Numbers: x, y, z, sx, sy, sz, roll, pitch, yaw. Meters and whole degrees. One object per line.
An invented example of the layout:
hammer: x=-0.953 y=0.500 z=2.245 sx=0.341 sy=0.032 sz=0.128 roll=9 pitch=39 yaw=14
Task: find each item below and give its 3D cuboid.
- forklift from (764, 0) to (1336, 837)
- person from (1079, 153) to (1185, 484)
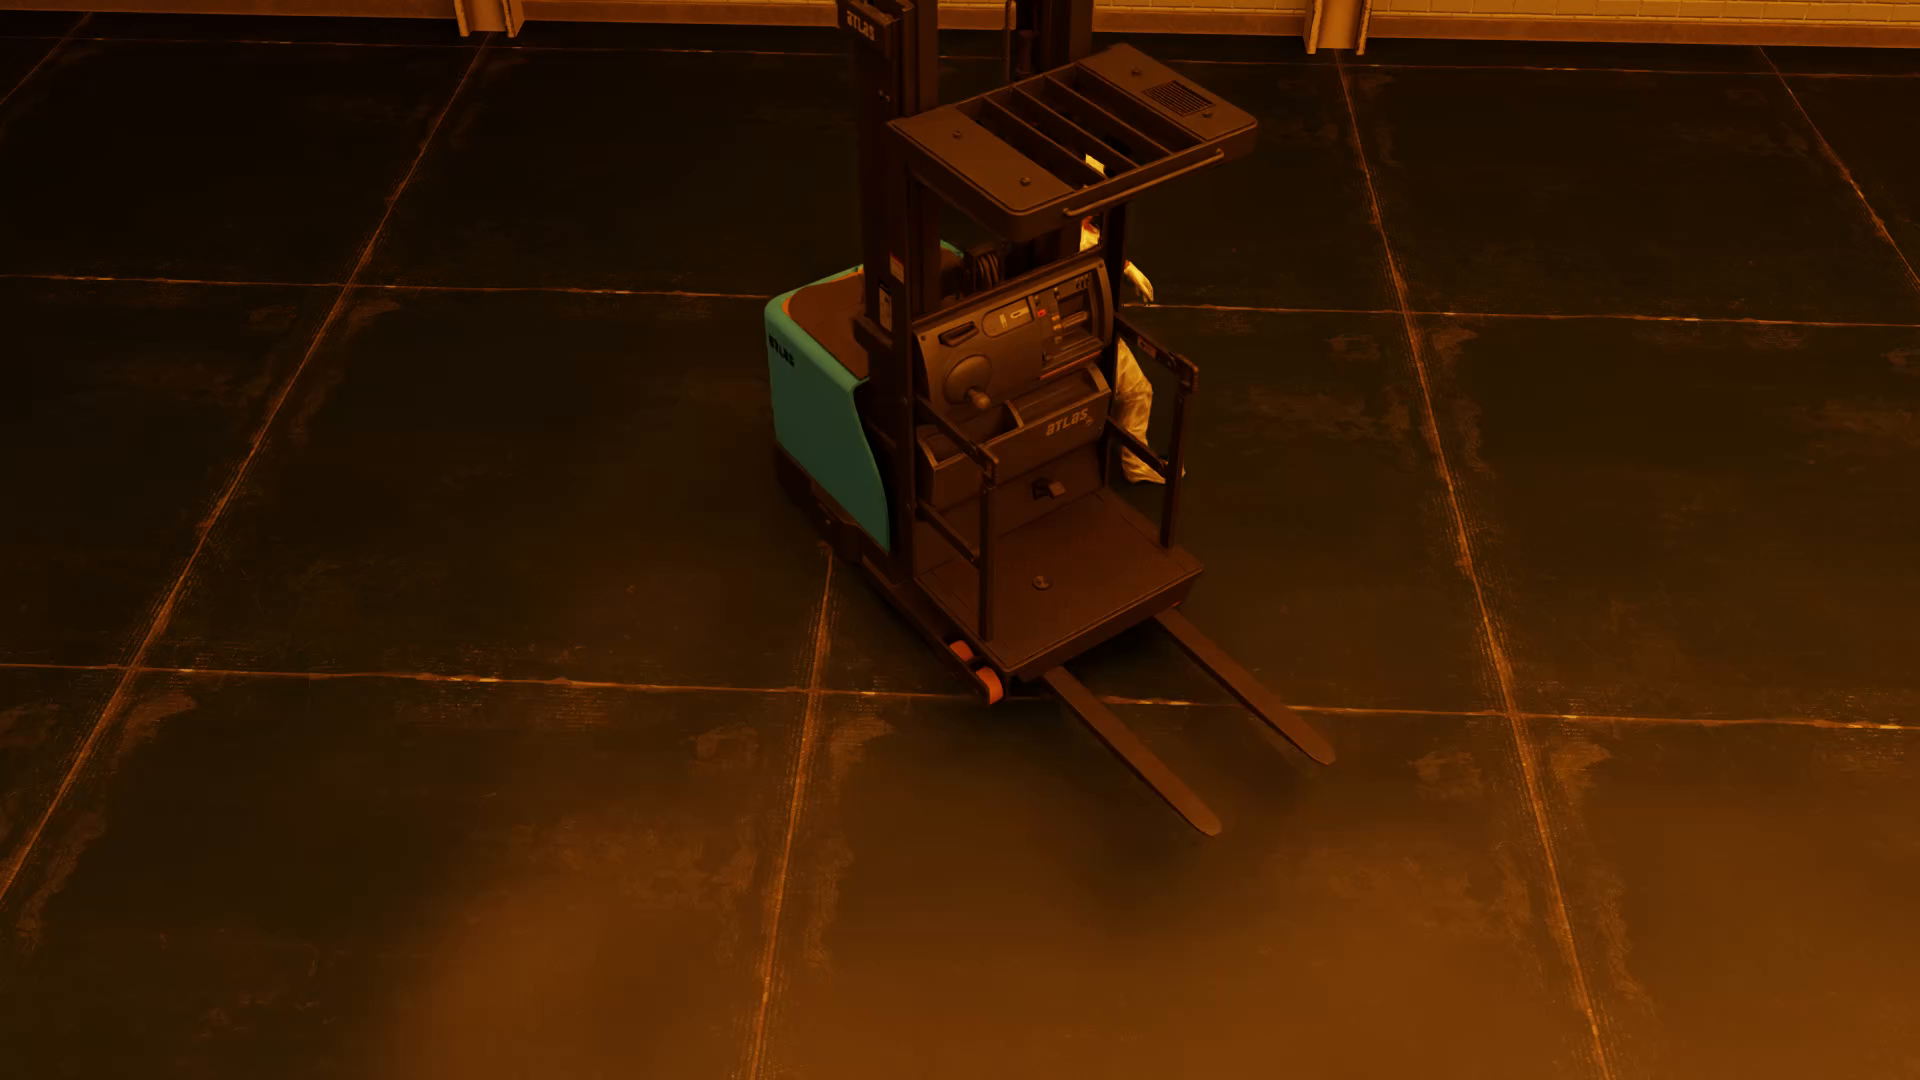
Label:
forklift: x=0.356 y=-0.748 z=6.561 sx=1.130 sy=2.935 sz=3.031 roll=-26 pitch=48 yaw=-25
person: x=0.679 y=-1.003 z=7.766 sx=0.764 sy=1.690 sz=0.760 roll=-12 pitch=44 yaw=-13
